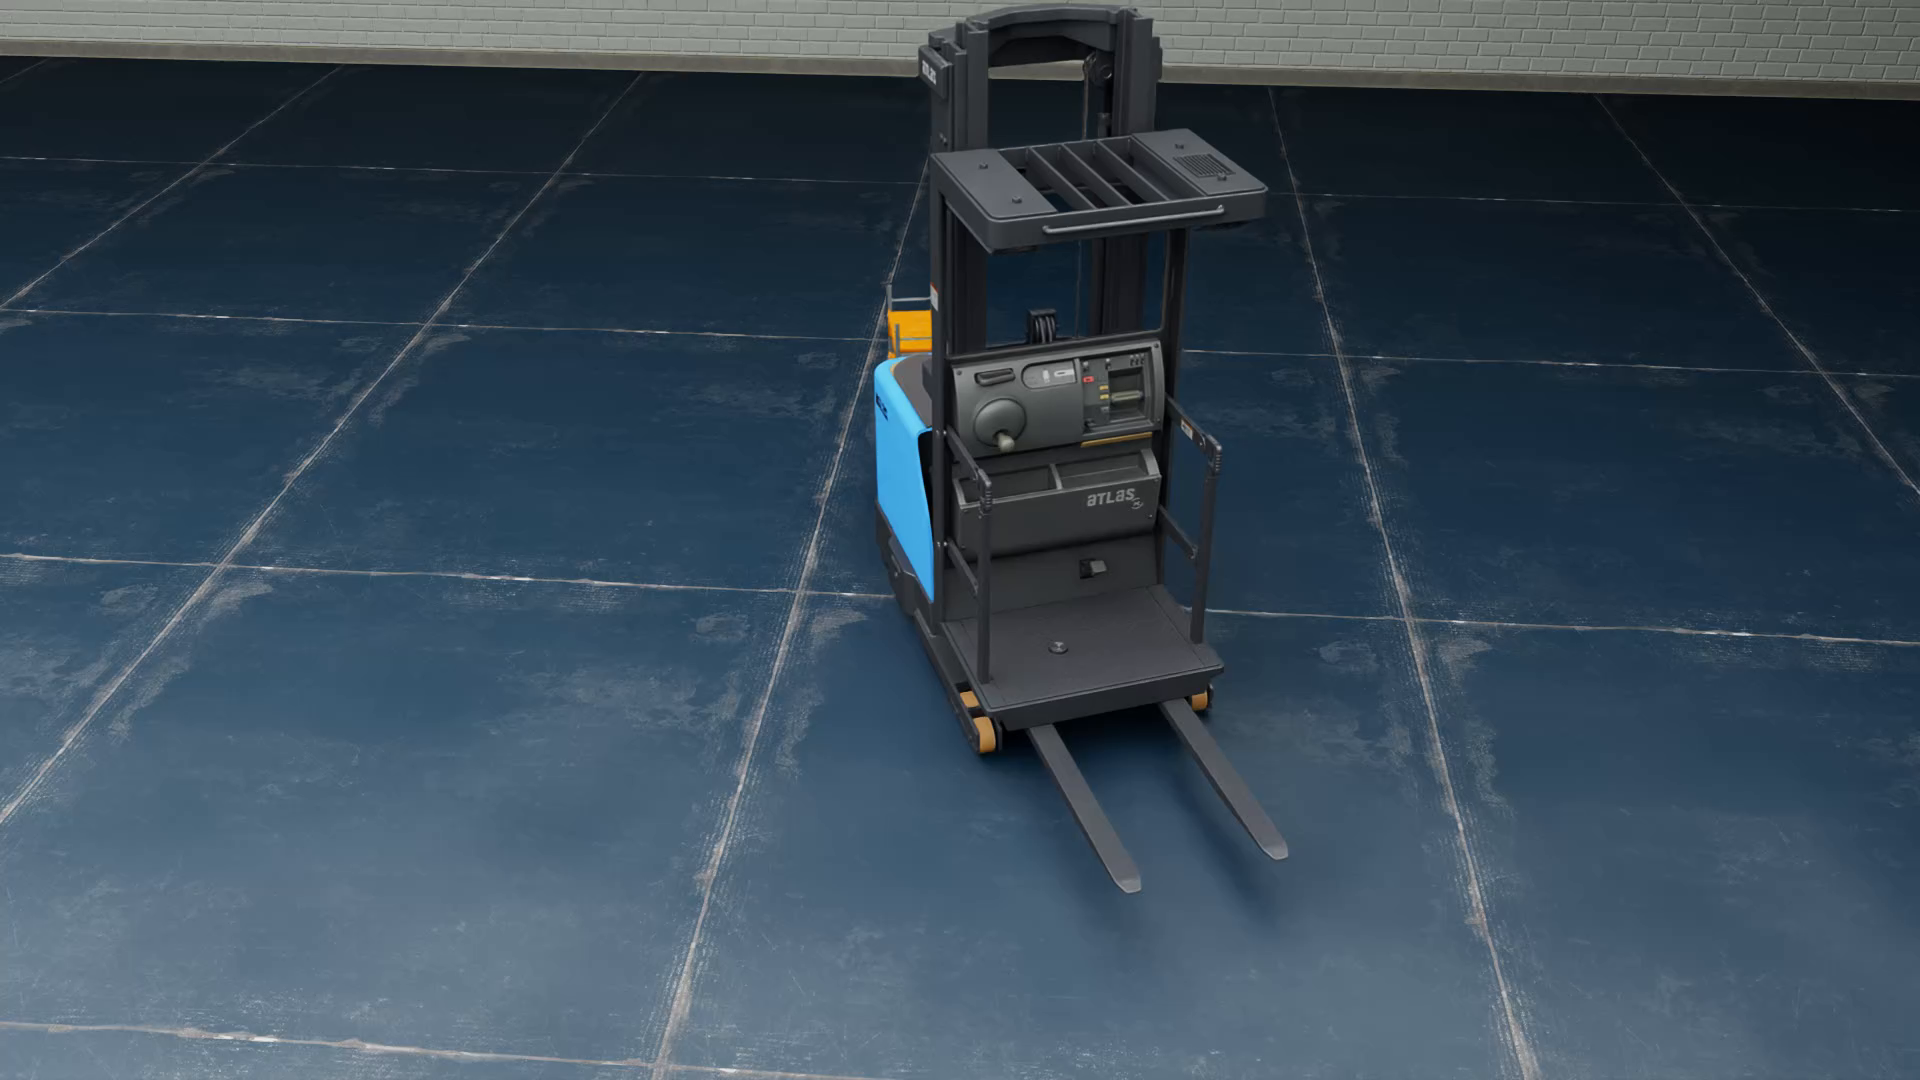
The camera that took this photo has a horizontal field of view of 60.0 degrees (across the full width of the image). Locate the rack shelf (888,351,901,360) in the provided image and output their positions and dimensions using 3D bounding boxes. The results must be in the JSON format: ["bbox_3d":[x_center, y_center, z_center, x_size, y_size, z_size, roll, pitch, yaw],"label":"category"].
[{"bbox_3d":[-0.228,-0.819,8.638,0.258,0.148,0.480,-3,32,-5],"label":"rack shelf"}]

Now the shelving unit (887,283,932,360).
[{"bbox_3d":[-0.228,-0.686,8.720,0.258,1.200,0.503,-3,32,-5],"label":"shelving unit"}]

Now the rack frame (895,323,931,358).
[{"bbox_3d":[-0.201,-0.559,8.514,0.240,1.200,0.015,-3,32,-5],"label":"rack frame"}]

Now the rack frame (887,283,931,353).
[{"bbox_3d":[-0.255,-0.813,8.926,0.240,1.200,0.015,-3,32,-5],"label":"rack frame"}]

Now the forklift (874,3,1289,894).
[{"bbox_3d":[0.490,-0.551,6.851,1.130,2.935,3.031,-9,33,-15],"label":"forklift"}]

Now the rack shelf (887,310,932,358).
[{"bbox_3d":[-0.228,-1.021,8.514,0.258,0.148,0.480,-3,32,-5],"label":"rack shelf"}]
